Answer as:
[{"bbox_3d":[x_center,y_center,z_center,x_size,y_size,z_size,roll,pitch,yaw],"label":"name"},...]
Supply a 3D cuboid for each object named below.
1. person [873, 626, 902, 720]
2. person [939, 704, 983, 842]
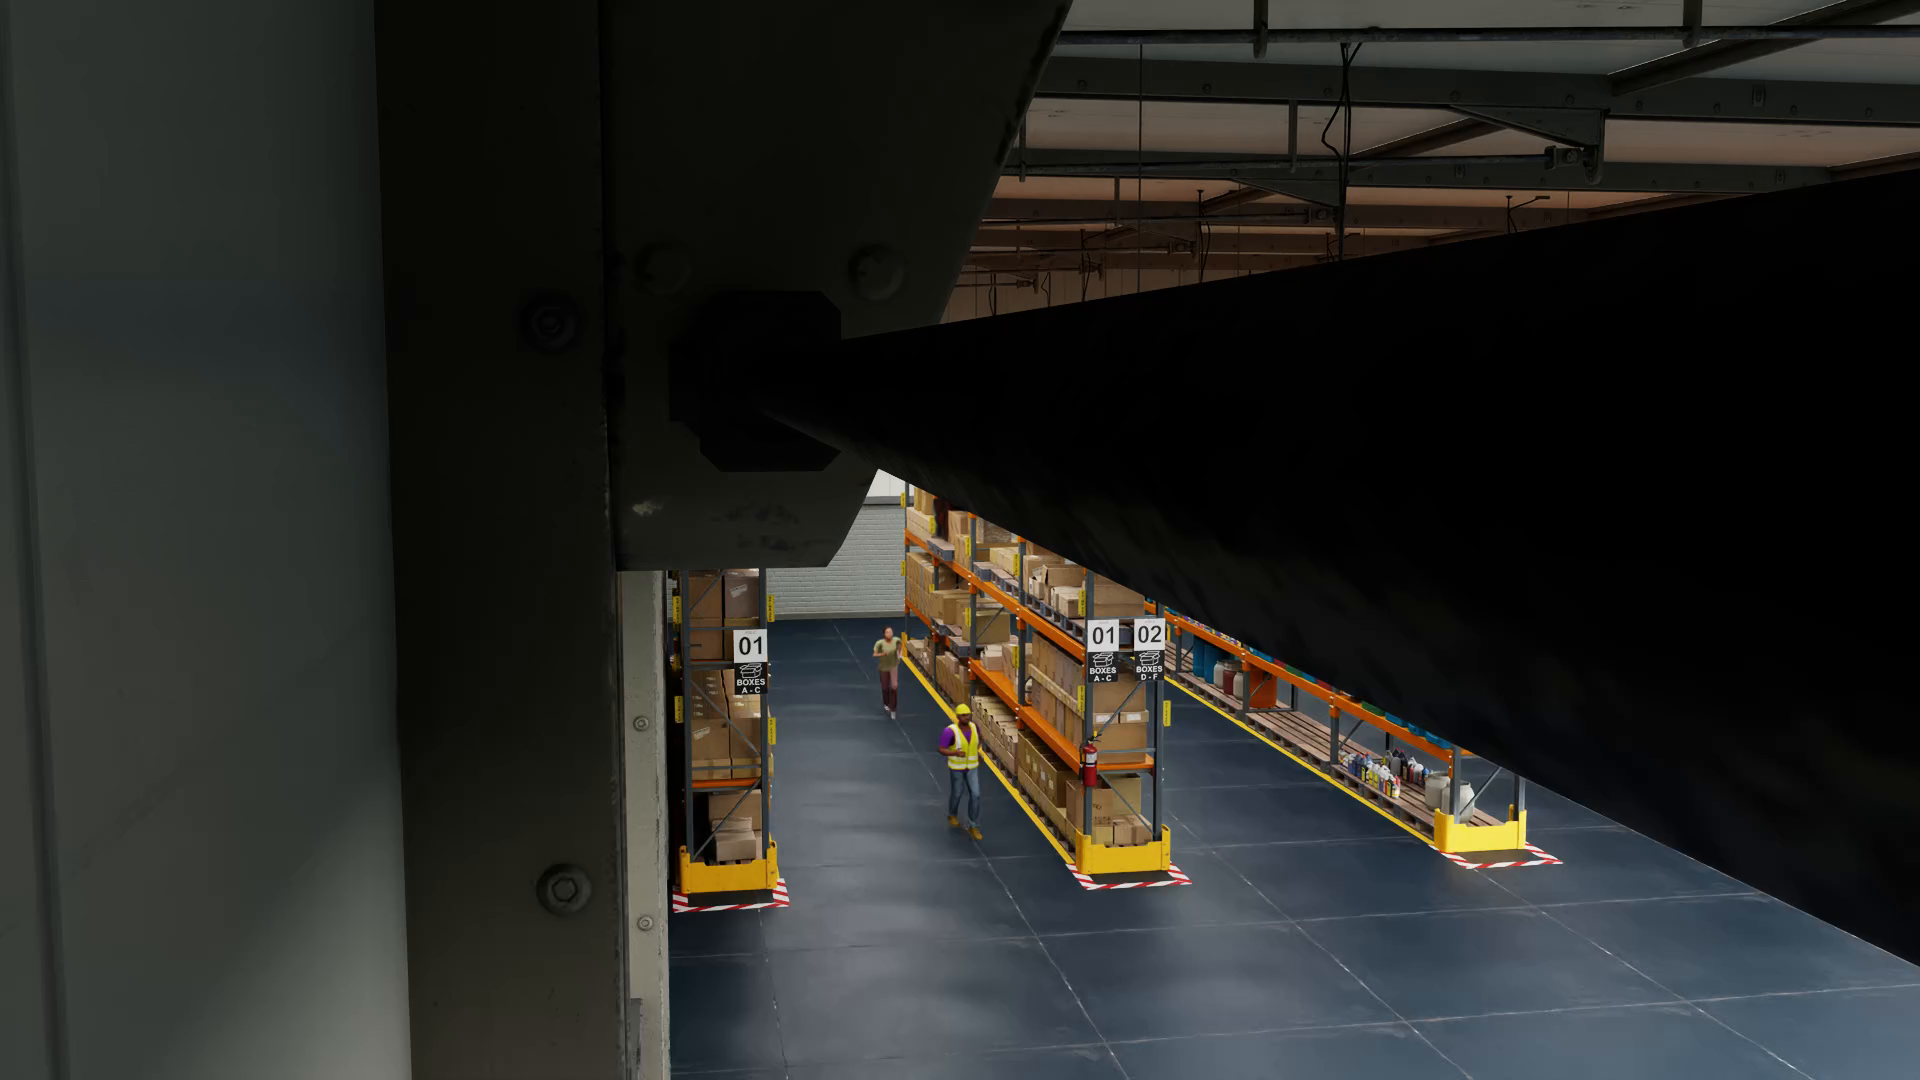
[{"bbox_3d":[-1.314,2.386,30.223,0.560,1.720,0.822,-1,6,-8],"label":"person"},{"bbox_3d":[0.019,3.110,22.523,0.682,1.813,0.809,-2,6,-18],"label":"person"}]
